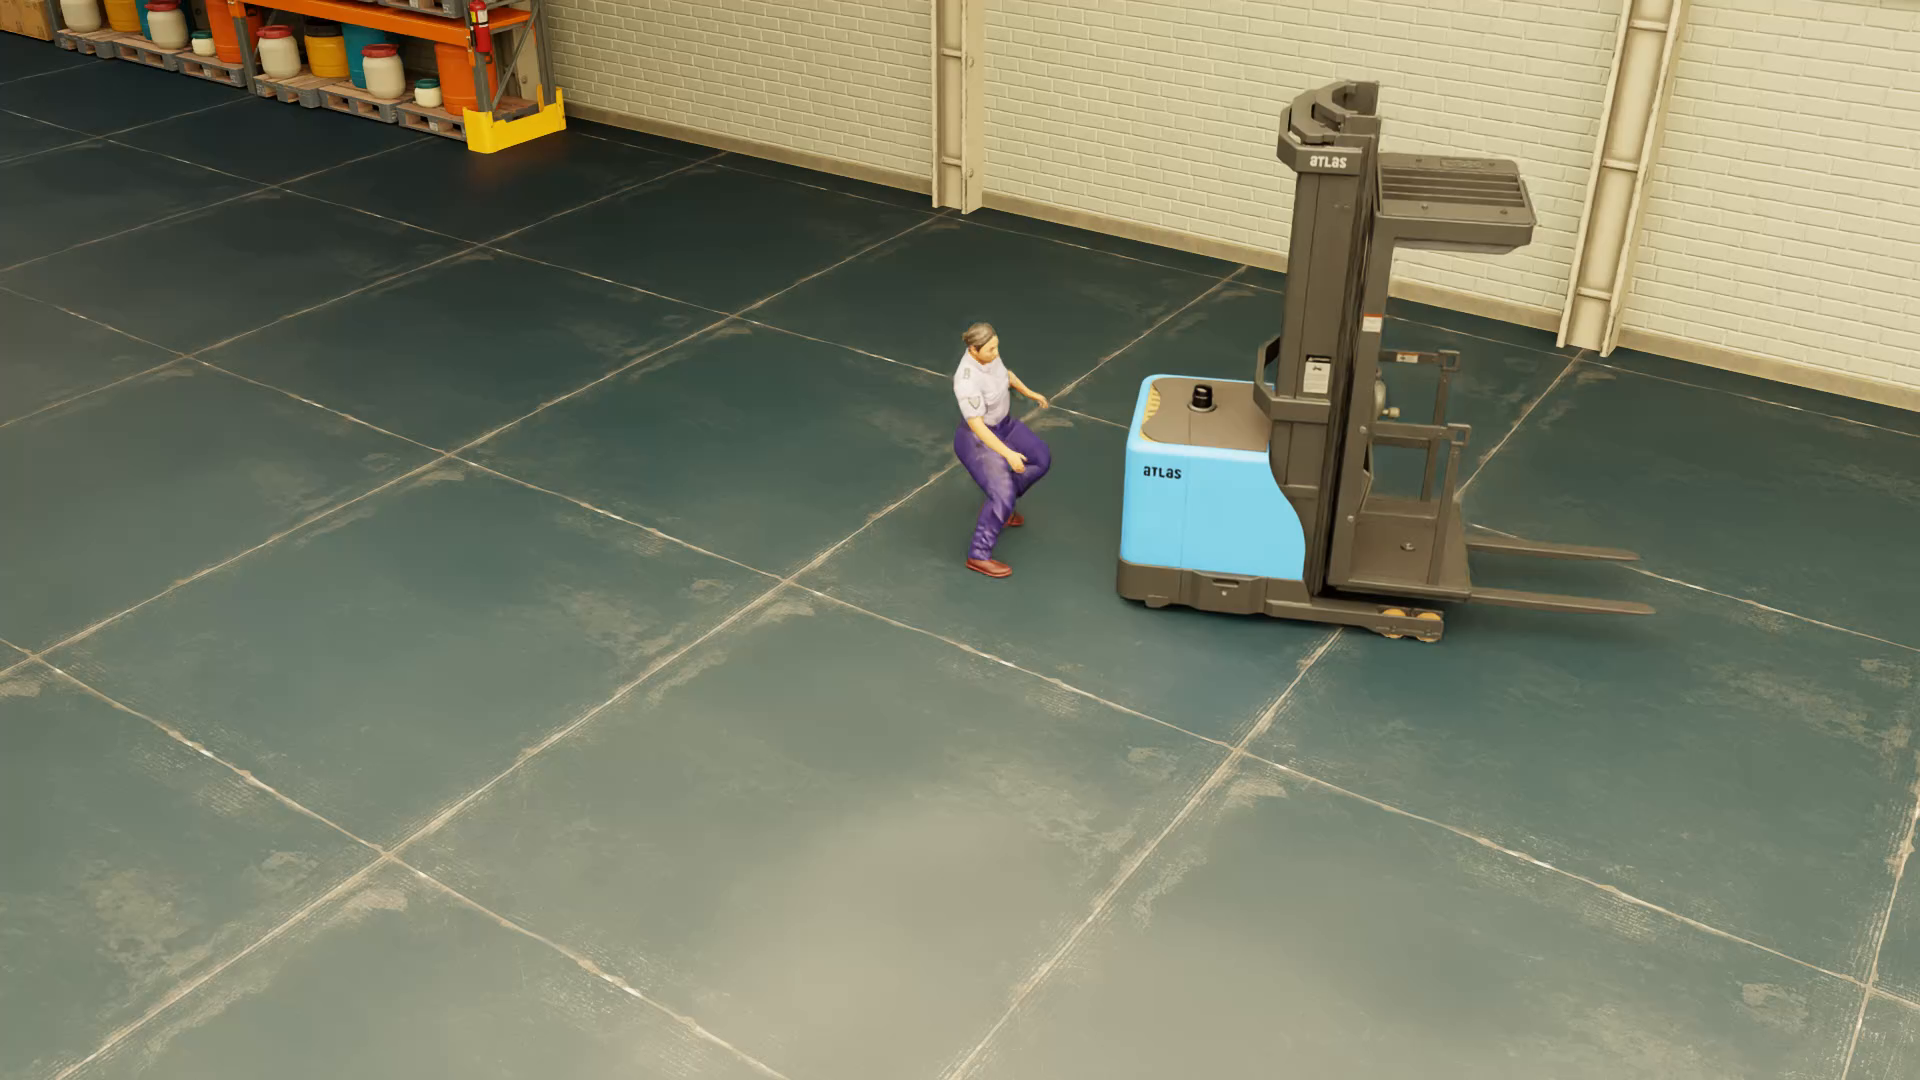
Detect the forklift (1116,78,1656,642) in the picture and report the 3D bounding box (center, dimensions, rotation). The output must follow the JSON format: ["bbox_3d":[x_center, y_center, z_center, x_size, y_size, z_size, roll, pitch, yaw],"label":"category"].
[{"bbox_3d":[2.495,-0.976,9.262,3.031,2.935,1.130,6,31,10],"label":"forklift"}]

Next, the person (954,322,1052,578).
[{"bbox_3d":[0.253,-0.628,10.088,0.587,1.492,0.824,12,32,20],"label":"person"}]
